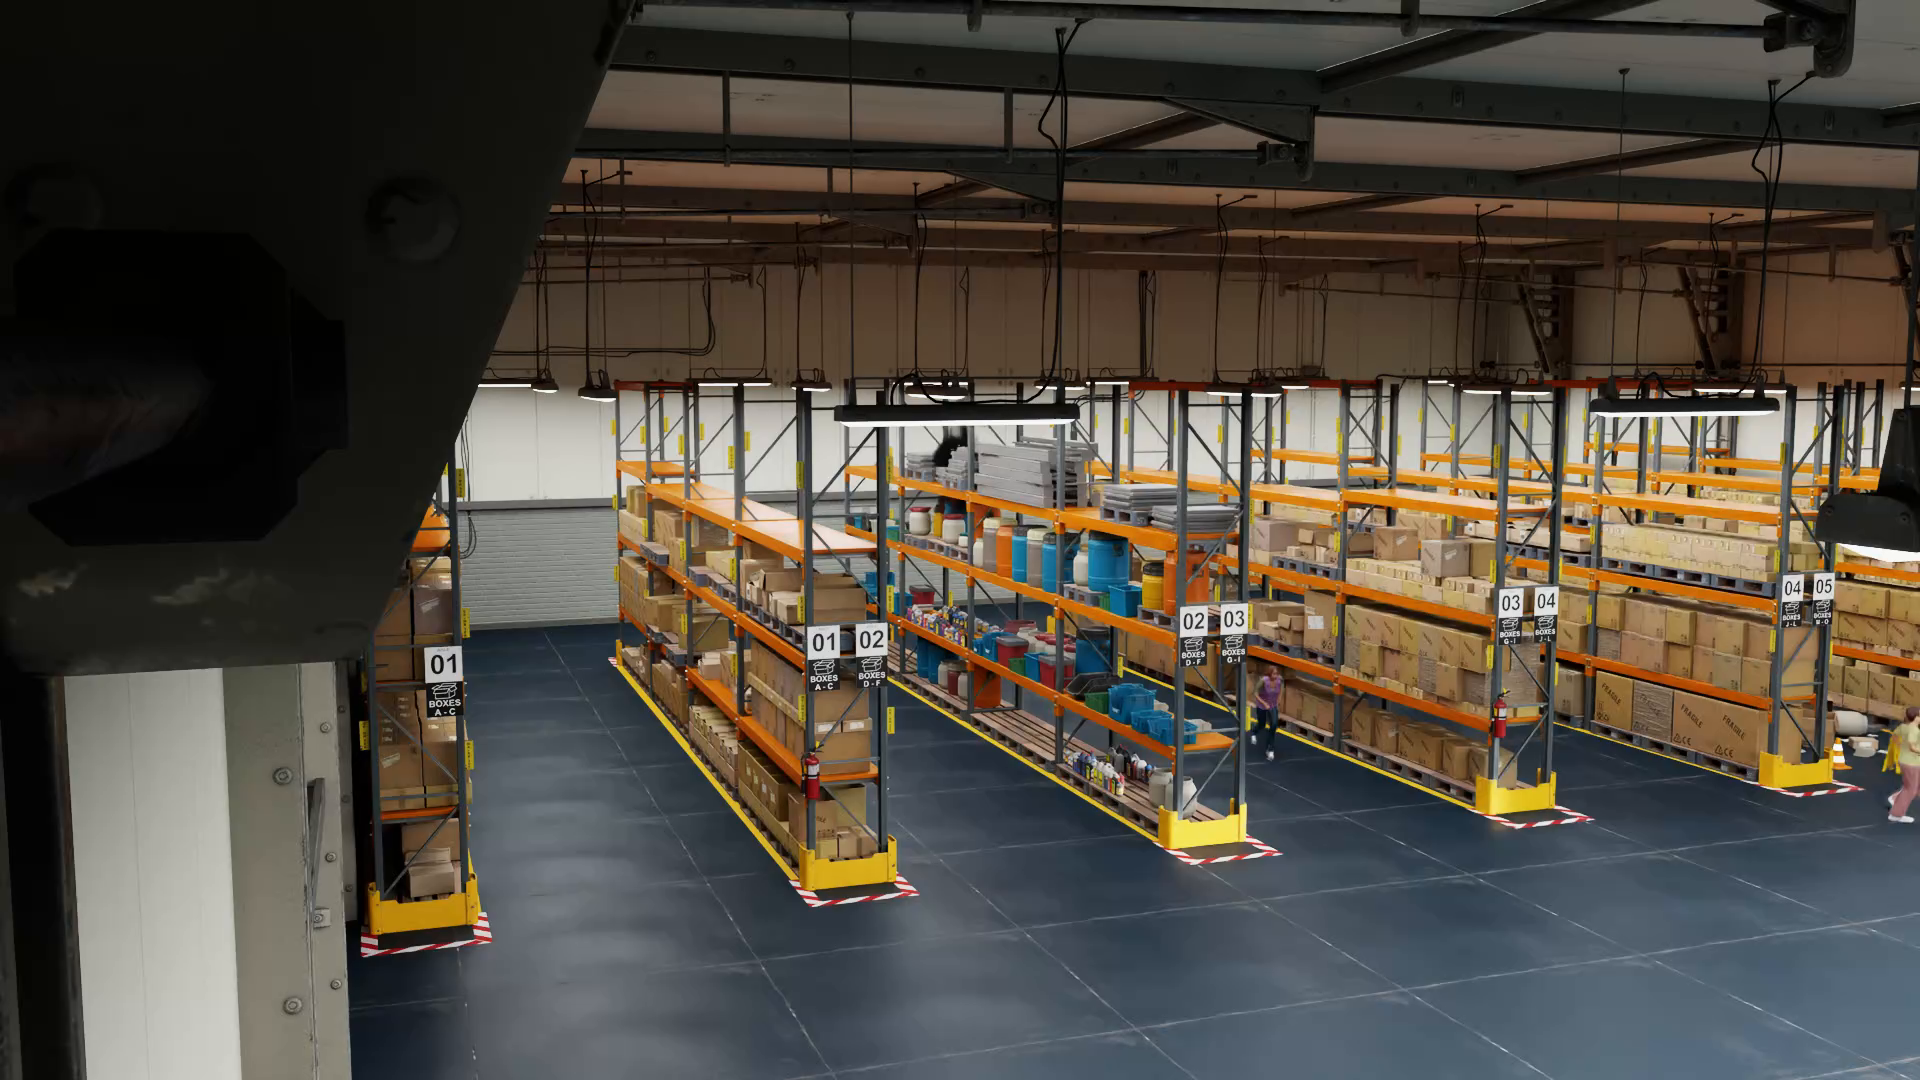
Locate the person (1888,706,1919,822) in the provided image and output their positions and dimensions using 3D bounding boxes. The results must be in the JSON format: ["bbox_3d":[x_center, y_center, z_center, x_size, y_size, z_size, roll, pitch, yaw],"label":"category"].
[{"bbox_3d":[13.142,3.095,22.918,0.539,1.639,0.565,2,6,21],"label":"person"}]

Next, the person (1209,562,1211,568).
[{"bbox_3d":[5.874,1.316,39.723,0.639,1.670,0.549,1,6,7],"label":"person"}]

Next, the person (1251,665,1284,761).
[{"bbox_3d":[4.950,2.740,27.010,0.571,1.548,0.914,-2,6,-16],"label":"person"}]

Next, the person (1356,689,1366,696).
[{"bbox_3d":[7.764,2.238,31.805,0.628,1.523,0.860,-2,6,-17],"label":"person"}]
